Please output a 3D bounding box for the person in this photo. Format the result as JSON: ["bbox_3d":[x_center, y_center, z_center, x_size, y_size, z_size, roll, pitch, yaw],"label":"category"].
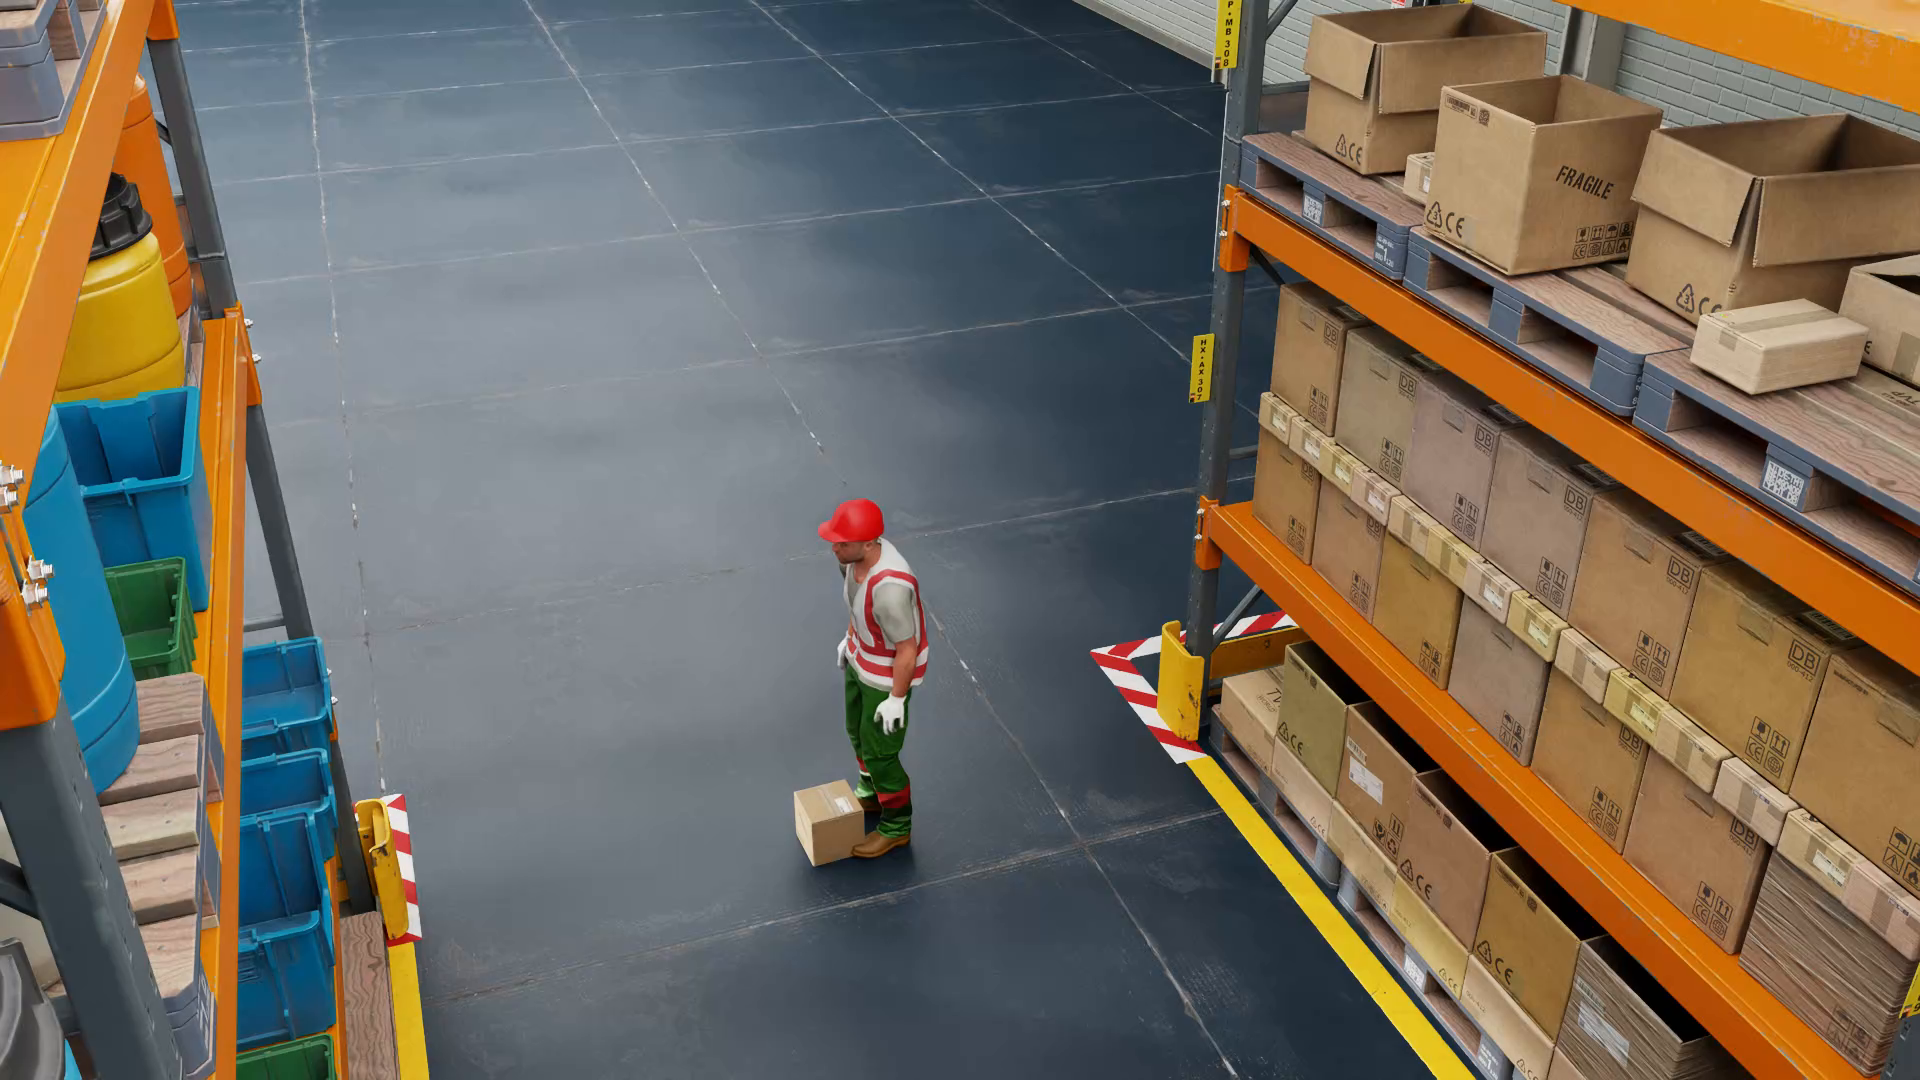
[{"bbox_3d":[-0.384,0.587,7.300,0.452,1.777,0.610,-12,32,-20],"label":"person"}]
